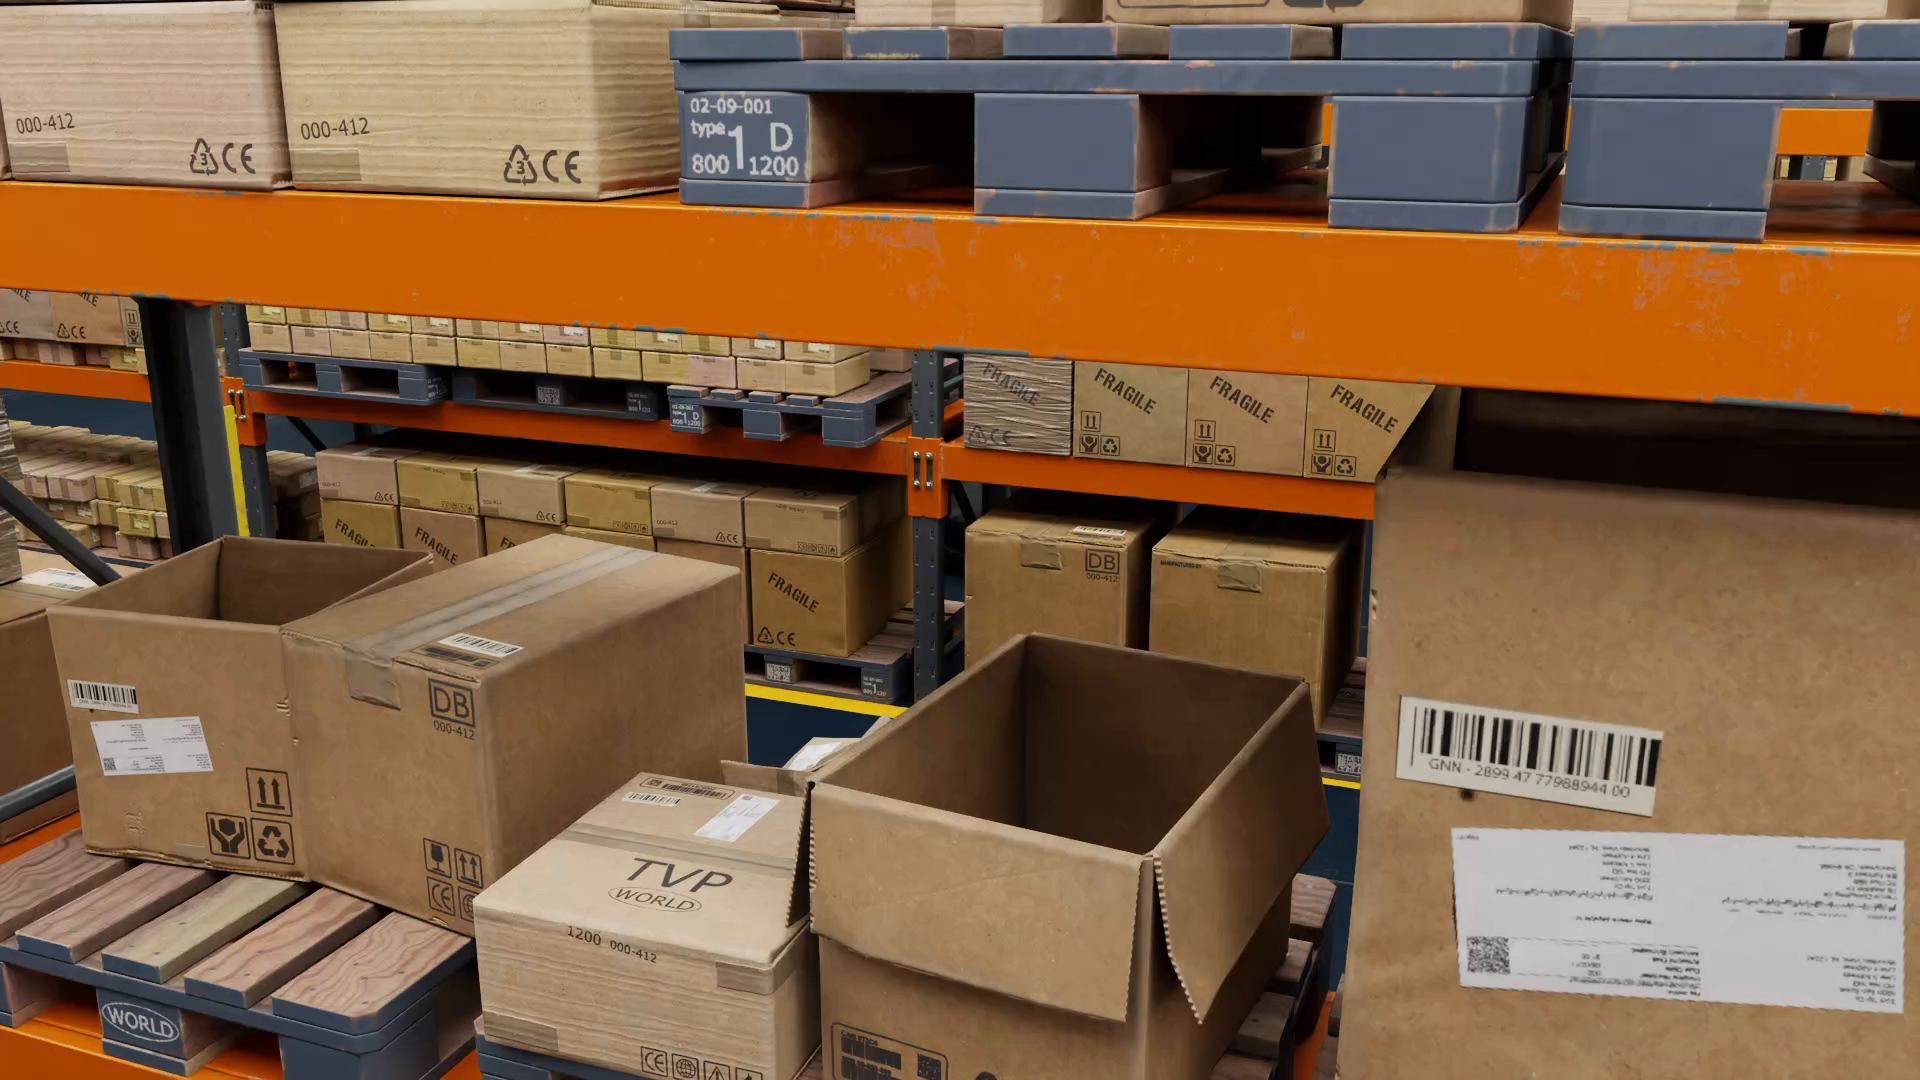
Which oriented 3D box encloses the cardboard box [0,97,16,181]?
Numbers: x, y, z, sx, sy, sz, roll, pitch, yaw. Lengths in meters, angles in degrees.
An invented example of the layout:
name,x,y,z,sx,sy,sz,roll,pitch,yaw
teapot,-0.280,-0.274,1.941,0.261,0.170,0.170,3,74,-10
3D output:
name,x,y,z,sx,sy,sz,roll,pitch,yaw
cardboard box,-1.550,-0.738,2.725,0.500,0.250,0.500,7,17,22

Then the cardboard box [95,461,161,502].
name,x,y,z,sx,sy,sz,roll,pitch,yaw
cardboard box,-4.826,-0.342,9.766,0.250,0.149,0.380,7,18,22

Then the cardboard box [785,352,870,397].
name,x,y,z,sx,sy,sz,roll,pitch,yaw
cardboard box,-0.607,-0.772,7.651,0.250,0.149,0.380,7,17,22

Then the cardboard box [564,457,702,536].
name,x,y,z,sx,sy,sz,roll,pitch,yaw
cardboard box,-1.653,-0.228,8.464,0.500,0.250,0.500,7,17,22

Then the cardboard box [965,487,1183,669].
name,x,y,z,sx,sy,sz,roll,pitch,yaw
cardboard box,0.554,0.204,7.871,0.750,0.750,1.050,6,17,20

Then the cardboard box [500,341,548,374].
name,x,y,z,sx,sy,sz,roll,pitch,yaw
cardboard box,-2.053,-0.932,8.200,0.250,0.149,0.380,5,17,18

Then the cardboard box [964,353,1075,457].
name,x,y,z,sx,sy,sz,roll,pitch,yaw
cardboard box,0.339,-0.692,7.498,0.500,0.500,0.500,6,17,21

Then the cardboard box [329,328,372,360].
name,x,y,z,sx,sy,sz,roll,pitch,yaw
cardboard box,-3.012,-1.037,8.563,0.250,0.149,0.380,6,17,21

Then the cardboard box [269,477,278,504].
name,x,y,z,sx,sy,sz,roll,pitch,yaw
cardboard box,-4.127,-0.256,9.469,0.250,0.149,0.380,7,18,22

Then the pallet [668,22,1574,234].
name,x,y,z,sx,sy,sz,roll,pitch,yaw
pallet,0.326,-0.621,2.389,1.003,0.211,1.213,6,17,21

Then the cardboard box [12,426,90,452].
name,x,y,z,sx,sy,sz,roll,pitch,yaw
cardboard box,-5.848,-0.618,10.715,0.250,0.149,0.380,7,18,23

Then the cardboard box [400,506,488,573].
name,x,y,z,sx,sy,sz,roll,pitch,yaw
cardboard box,-2.618,0.028,8.928,0.500,0.500,0.500,7,18,23

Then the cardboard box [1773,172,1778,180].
name,x,y,z,sx,sy,sz,roll,pitch,yaw
cardboard box,7.675,-3.326,15.407,0.250,0.149,0.380,6,17,20

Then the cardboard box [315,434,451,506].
name,x,y,z,sx,sy,sz,roll,pitch,yaw
cardboard box,-3.110,-0.386,9.009,0.500,0.250,0.500,5,17,18

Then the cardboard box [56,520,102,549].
name,x,y,z,sx,sy,sz,roll,pitch,yaw
cardboard box,-5.153,-0.059,9.858,0.250,0.149,0.380,6,17,21

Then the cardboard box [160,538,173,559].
name,x,y,z,sx,sy,sz,roll,pitch,yaw
cardboard box,-4.401,-0.002,9.659,0.250,0.149,0.380,7,18,22

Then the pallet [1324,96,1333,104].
name,x,y,z,sx,sy,sz,roll,pitch,yaw
pallet,1.680,-1.944,6.948,1.213,0.211,1.003,7,18,23

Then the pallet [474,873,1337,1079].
name,x,y,z,sx,sy,sz,roll,pitch,yaw
pallet,-0.037,0.800,2.881,1.213,0.211,1.003,6,17,21

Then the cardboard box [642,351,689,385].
name,x,y,z,sx,sy,sz,roll,pitch,yaw
cardboard box,-1.307,-0.851,7.921,0.250,0.149,0.380,6,17,20

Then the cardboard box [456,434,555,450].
name,x,y,z,sx,sy,sz,roll,pitch,yaw
cardboard box,-2.442,-0.464,9.276,0.500,0.250,0.500,7,18,23

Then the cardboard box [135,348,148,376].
name,x,y,z,sx,sy,sz,roll,pitch,yaw
cardboard box,-4.332,-1.015,9.240,0.250,0.149,0.380,6,17,19

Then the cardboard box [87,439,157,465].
name,x,y,z,sx,sy,sz,roll,pitch,yaw
cardboard box,-5.174,-0.507,10.334,0.250,0.149,0.380,6,17,18

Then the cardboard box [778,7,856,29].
name,x,y,z,sx,sy,sz,roll,pitch,yaw
cardboard box,-0.429,-0.768,2.828,0.500,0.250,0.500,7,18,22

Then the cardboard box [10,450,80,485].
name,x,y,z,sx,sy,sz,roll,pitch,yaw
cardboard box,-5.558,-0.424,10.049,0.250,0.149,0.380,6,17,21

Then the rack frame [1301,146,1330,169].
name,x,y,z,sx,sy,sz,roll,pitch,yaw
rack frame,3.560,-3.342,16.804,0.127,3.000,1.000,6,17,21

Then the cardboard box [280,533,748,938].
name,x,y,z,sx,sy,sz,roll,pitch,yaw
cardboard box,-0.821,0.343,3.181,0.500,0.500,0.700,9,19,29

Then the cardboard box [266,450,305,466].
name,x,y,z,sx,sy,sz,roll,pitch,yaw
cardboard box,-4.180,-0.420,10.033,0.250,0.149,0.380,7,18,23

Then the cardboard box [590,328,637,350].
name,x,y,z,sx,sy,sz,roll,pitch,yaw
cardboard box,-1.564,-1.021,7.975,0.250,0.149,0.380,6,17,20

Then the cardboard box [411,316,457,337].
name,x,y,z,sx,sy,sz,roll,pitch,yaw
cardboard box,-2.527,-1.128,8.341,0.250,0.149,0.380,7,18,23

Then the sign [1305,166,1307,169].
name,x,y,z,sx,sy,sz,roll,pitch,yaw
sign,3.370,-3.718,16.166,0.005,0.325,0.100,6,17,21

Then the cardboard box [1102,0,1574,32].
name,x,y,z,sx,sy,sz,roll,pitch,yaw
cardboard box,0.550,-0.936,2.200,0.637,0.503,0.797,7,18,23

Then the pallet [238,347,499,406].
name,x,y,z,sx,sy,sz,roll,pitch,yaw
pallet,-3.043,-0.961,8.948,1.213,0.211,1.003,6,17,21

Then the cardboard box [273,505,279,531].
name,x,y,z,sx,sy,sz,roll,pitch,yaw
cardboard box,-4.110,-0.094,9.445,0.250,0.149,0.380,7,17,22

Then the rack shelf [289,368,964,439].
name,x,y,z,sx,sy,sz,roll,pitch,yaw
rack shelf,-1.840,-0.713,8.689,3.809,0.124,0.919,6,17,21

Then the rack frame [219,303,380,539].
name,x,y,z,sx,sy,sz,roll,pitch,yaw
rack frame,-3.701,-1.169,9.320,0.127,3.000,1.000,6,17,21

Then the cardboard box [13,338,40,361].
name,x,y,z,sx,sy,sz,roll,pitch,yaw
cardboard box,-5.270,-1.151,9.707,0.250,0.149,0.380,6,17,20

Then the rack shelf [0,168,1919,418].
name,x,y,z,sx,sy,sz,roll,pitch,yaw
rack shelf,-0.033,-0.374,2.493,4.000,0.370,1.077,6,17,21

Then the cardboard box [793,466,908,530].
name,x,y,z,sx,sy,sz,roll,pitch,yaw
cardboard box,-0.532,-0.255,8.556,0.500,0.250,0.500,5,17,18

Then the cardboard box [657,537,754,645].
name,x,y,z,sx,sy,sz,roll,pitch,yaw
cardboard box,-1.169,0.185,8.385,0.500,0.500,0.500,7,18,23

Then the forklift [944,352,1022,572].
name,x,y,z,sx,sy,sz,roll,pitch,yaw
forklift,0.475,-1.253,9.732,1.130,2.935,3.031,-14,21,-39

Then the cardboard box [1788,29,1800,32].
name,x,y,z,sx,sy,sz,roll,pitch,yaw
cardboard box,3.026,-2.000,6.138,0.500,0.250,0.500,6,17,21

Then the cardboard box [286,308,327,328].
name,x,y,z,sx,sy,sz,roll,pitch,yaw
cardboard box,-3.261,-1.207,8.616,0.250,0.149,0.380,6,17,20

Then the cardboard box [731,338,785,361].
name,x,y,z,sx,sy,sz,roll,pitch,yaw
cardboard box,-0.855,-0.943,7.706,0.250,0.149,0.380,7,18,23

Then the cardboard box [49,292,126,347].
name,x,y,z,sx,sy,sz,roll,pitch,yaw
cardboard box,-4.737,-1.390,9.367,0.500,0.500,0.500,6,17,19

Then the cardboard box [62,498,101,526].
name,x,y,z,sx,sy,sz,roll,pitch,yaw
cardboard box,-5.064,-0.214,9.856,0.250,0.149,0.380,7,17,22

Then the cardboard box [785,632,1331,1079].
name,x,y,z,sx,sy,sz,roll,pitch,yaw
cardboard box,0.181,0.521,2.561,0.637,0.503,0.797,8,18,26
